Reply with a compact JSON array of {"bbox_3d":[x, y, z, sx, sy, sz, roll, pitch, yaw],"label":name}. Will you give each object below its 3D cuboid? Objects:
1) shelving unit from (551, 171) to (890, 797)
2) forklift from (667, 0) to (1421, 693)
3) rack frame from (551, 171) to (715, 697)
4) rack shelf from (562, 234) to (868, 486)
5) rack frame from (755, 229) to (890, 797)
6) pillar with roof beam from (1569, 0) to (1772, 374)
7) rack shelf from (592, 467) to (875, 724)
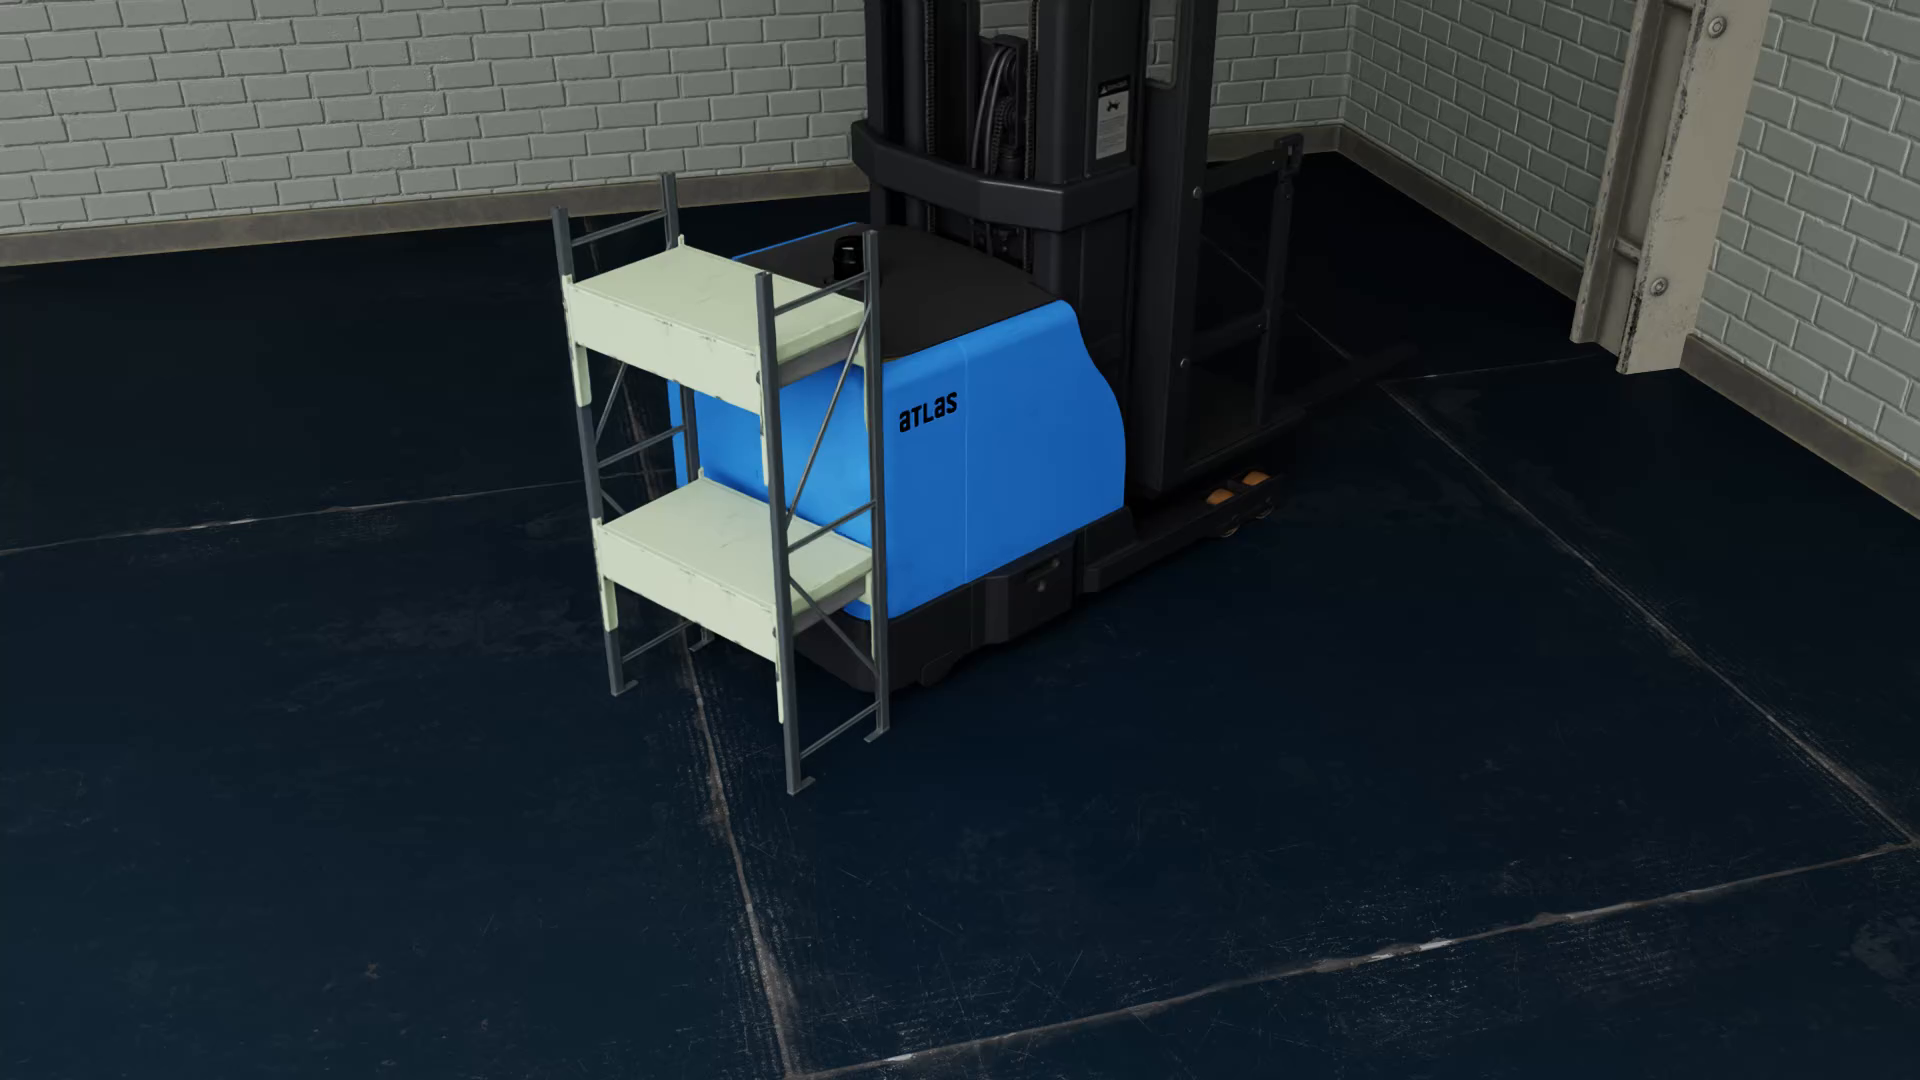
[{"bbox_3d":[-0.618,-0.146,4.504,0.755,1.500,0.431,22,37,33],"label":"shelving unit"},{"bbox_3d":[0.505,-1.448,5.325,3.031,2.935,1.130,-25,38,-36],"label":"forklift"},{"bbox_3d":[-0.901,-0.263,4.705,0.023,1.500,0.400,22,37,33],"label":"rack frame"},{"bbox_3d":[-0.617,-0.485,4.310,0.720,0.370,0.431,22,37,33],"label":"rack shelf"},{"bbox_3d":[-0.335,-0.030,4.303,0.023,1.500,0.400,22,37,33],"label":"rack frame"},{"bbox_3d":[-1.288,-4.129,3.901,9.100,9.000,0.400,-8,31,-13],"label":"pillar with roof beam"},{"bbox_3d":[-0.619,0.136,4.667,0.720,0.370,0.431,22,37,33],"label":"rack shelf"}]
